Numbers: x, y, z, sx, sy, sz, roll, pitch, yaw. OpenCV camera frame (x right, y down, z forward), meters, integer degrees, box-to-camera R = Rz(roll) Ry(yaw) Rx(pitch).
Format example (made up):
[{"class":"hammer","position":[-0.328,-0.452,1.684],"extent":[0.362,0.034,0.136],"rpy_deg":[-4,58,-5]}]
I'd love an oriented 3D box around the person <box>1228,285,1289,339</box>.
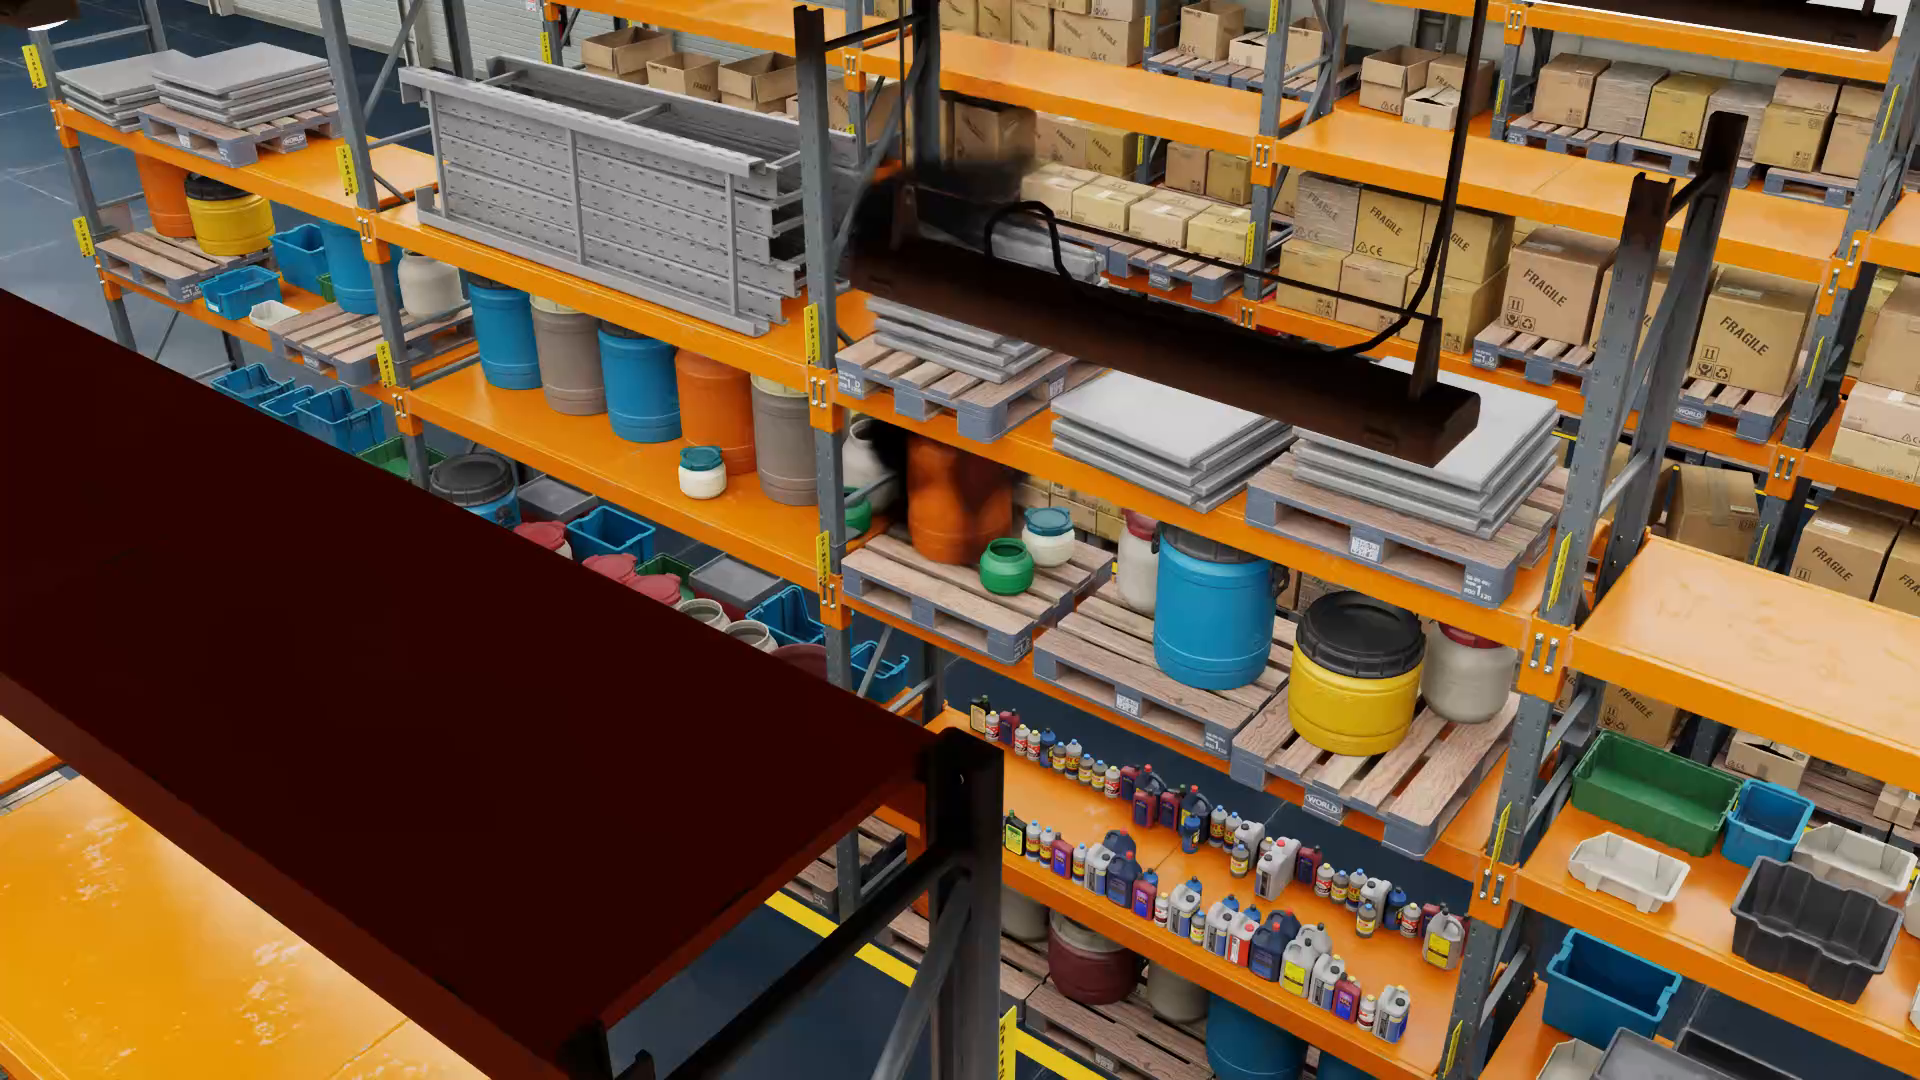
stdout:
[{"class":"person","position":[3.072,-1.857,16.702],"extent":[0.861,1.780,0.686],"rpy_deg":[19,36,28]}]
